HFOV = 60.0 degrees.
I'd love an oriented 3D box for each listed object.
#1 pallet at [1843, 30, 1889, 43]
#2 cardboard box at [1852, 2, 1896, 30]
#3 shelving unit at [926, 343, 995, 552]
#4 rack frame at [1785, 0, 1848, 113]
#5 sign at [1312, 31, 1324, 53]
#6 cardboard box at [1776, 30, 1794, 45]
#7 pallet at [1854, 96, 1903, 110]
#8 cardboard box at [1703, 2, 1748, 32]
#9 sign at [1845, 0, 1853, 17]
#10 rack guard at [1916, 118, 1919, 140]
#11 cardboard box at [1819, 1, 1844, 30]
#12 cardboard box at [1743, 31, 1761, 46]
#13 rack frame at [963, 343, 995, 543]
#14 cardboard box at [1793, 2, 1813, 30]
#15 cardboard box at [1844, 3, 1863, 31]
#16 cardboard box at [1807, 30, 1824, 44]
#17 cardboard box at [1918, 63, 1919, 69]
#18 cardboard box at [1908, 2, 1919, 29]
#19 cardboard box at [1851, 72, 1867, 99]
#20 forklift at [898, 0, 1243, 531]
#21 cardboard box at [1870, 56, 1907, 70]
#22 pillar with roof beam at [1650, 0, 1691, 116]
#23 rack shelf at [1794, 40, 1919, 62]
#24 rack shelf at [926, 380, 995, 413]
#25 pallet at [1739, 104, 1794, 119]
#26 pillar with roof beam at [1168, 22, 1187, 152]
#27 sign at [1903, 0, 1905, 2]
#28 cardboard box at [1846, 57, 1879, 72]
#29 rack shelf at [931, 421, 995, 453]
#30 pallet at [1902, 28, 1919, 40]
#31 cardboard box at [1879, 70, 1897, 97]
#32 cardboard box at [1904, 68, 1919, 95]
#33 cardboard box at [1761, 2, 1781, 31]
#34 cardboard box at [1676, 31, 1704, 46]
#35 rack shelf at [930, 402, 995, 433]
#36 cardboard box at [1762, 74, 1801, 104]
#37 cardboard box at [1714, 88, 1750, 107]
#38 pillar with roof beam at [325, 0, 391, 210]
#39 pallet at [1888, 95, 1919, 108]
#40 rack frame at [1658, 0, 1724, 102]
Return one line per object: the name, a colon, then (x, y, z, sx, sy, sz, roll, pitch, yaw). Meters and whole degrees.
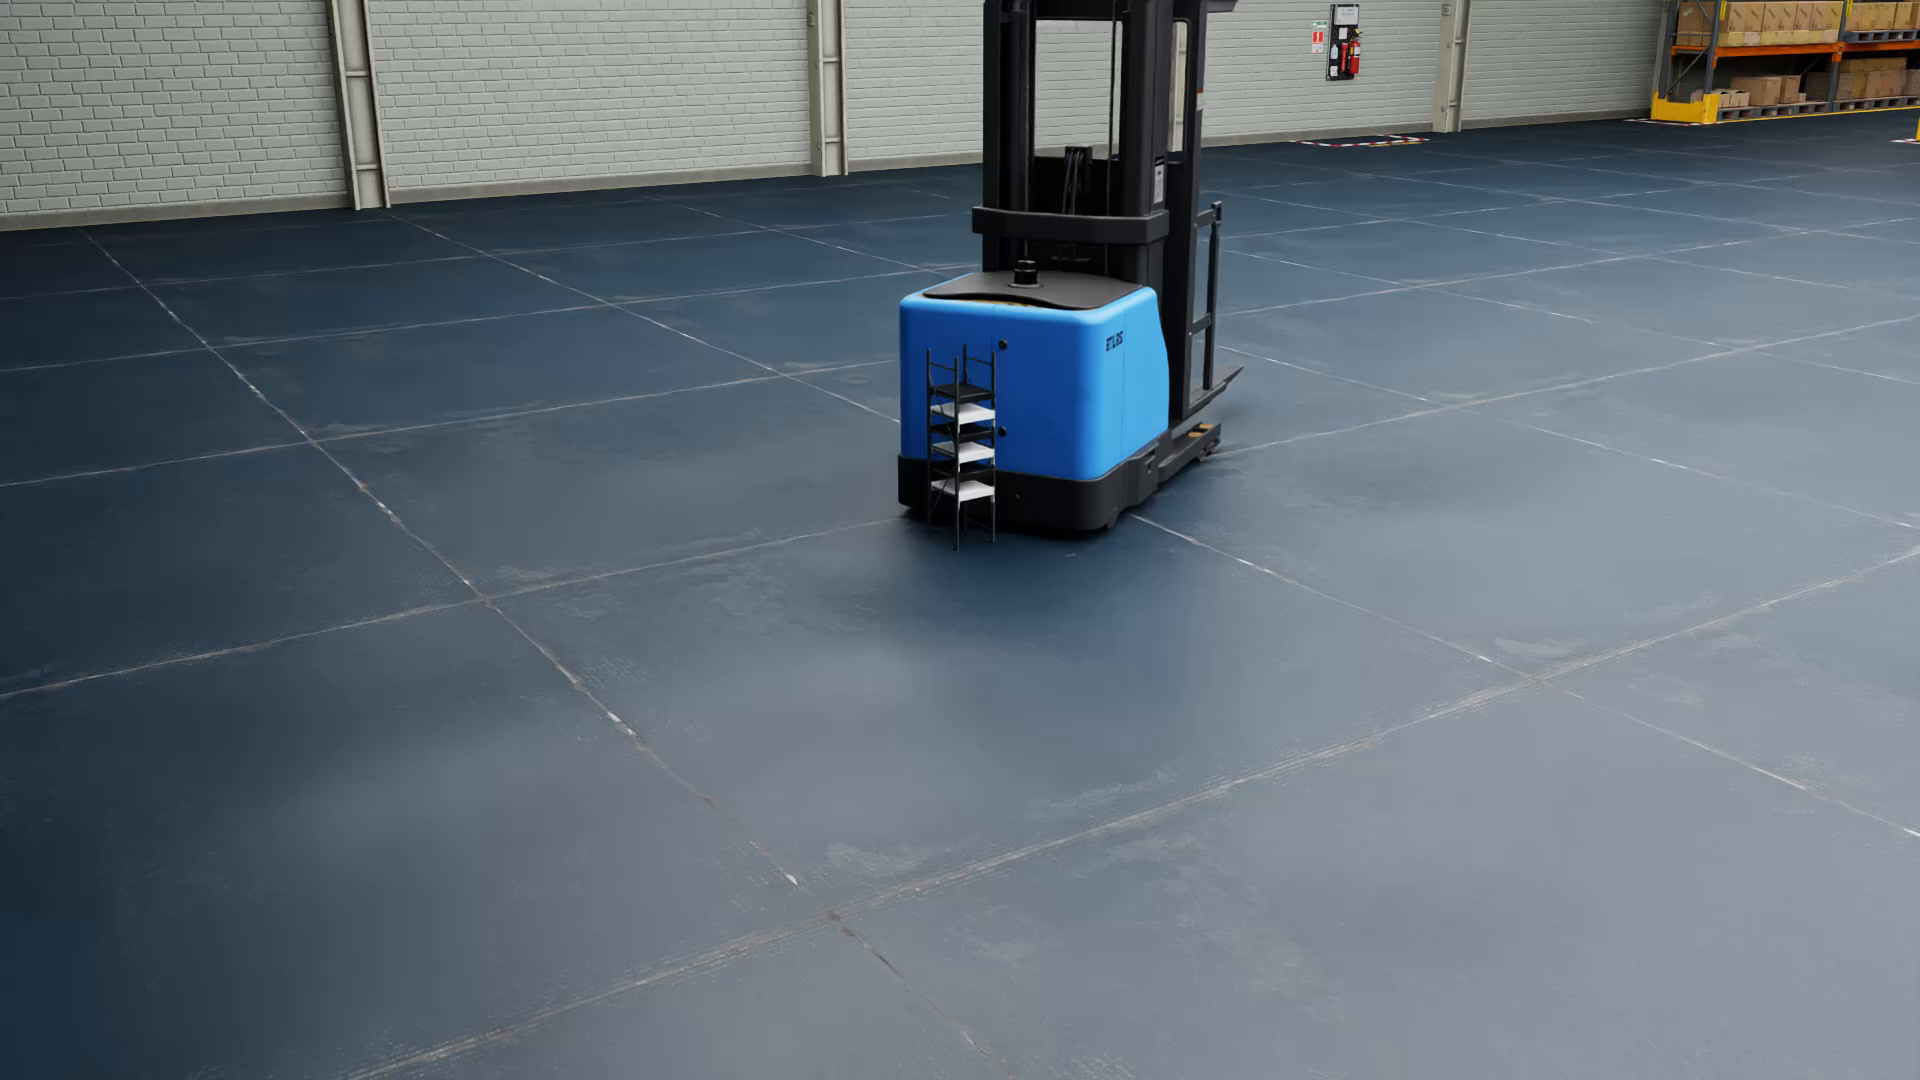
pallet: (17.250, -9.809, 32.374, 1.213, 0.211, 1.003, -12, 22, -31)
cardboard box: (17.979, -10.361, 32.865, 0.500, 0.500, 0.700, -9, 21, -24)
shelving unit: (0.004, -0.424, 7.591, 0.210, 0.900, 0.258, -13, 22, -34)
rack frame: (16.531, -9.804, 32.060, 0.127, 3.000, 1.000, -12, 22, -31)
sign: (5.685, -7.919, 26.429, 0.234, 0.329, 0.001, -12, 22, -31)
cardboard box: (15.051, -9.310, 30.804, 0.500, 0.250, 0.500, -12, 22, -31)
pallet: (18.201, -8.836, 33.553, 1.213, 0.211, 1.003, -12, 22, -31)
cardboard box: (13.755, -9.397, 29.888, 0.500, 0.500, 0.500, -12, 22, -31)
sign: (16.836, -10.070, 31.496, 0.005, 0.325, 0.100, -12, 22, -31)
rack guard: (15.898, -6.586, 26.446, 0.348, 0.500, 1.175, -12, 22, -31)
cardboard box: (16.307, -9.931, 31.470, 0.500, 0.500, 0.500, -12, 22, -32)
cardboard box: (14.199, -9.134, 30.282, 0.500, 0.250, 0.500, -13, 22, -33)
rack frame: (0.087, -0.443, 7.647, 0.006, 0.900, 0.240, -13, 22, -34)
cardboard box: (15.466, -9.756, 30.951, 0.500, 0.500, 0.500, -13, 22, -33)
cardboard box: (16.975, -10.140, 32.212, 0.500, 0.500, 0.700, -12, 22, -31)
cardboard box: (15.882, -9.492, 31.341, 0.500, 0.250, 0.500, -12, 22, -31)
cardboard box: (20.558, -9.783, 34.700, 0.750, 0.750, 0.750, -12, 22, -32)
cardboard box: (19.033, -10.573, 33.492, 0.500, 0.500, 0.700, -14, 23, -36)
cardboard box: (17.541, -9.067, 33.095, 0.500, 0.500, 0.700, -12, 22, -32)
forklift: (0.788, -1.861, 8.674, 1.130, 2.935, 3.031, 9, 21, 24)
cardboard box: (18.789, -9.663, 33.690, 0.500, 0.250, 0.500, -11, 22, -30)
pillar with roof beam: (15.667, -11.144, 26.658, 0.400, 9.000, 9.100, -12, 22, -31)
rack shelf: (18.202, -9.815, 33.217, 4.000, 0.370, 1.077, -12, 22, -31)
rack shelf: (0.003, -0.648, 7.516, 0.200, 0.077, 0.258, -13, 22, -34)
pallet: (14.970, -8.139, 31.489, 1.213, 0.211, 1.003, -12, 22, -31)
pillar with roof beam: (5.645, -9.031, 20.406, 0.400, 9.000, 9.100, -12, 22, -31)
sign: (19.564, -11.205, 34.396, 0.005, 0.325, 0.100, -12, 22, -31)
cardboard box: (17.935, -9.488, 33.173, 0.500, 0.250, 0.500, -13, 22, -33)
rack shelf: (0.004, -0.477, 7.573, 0.200, 0.077, 0.258, -13, 22, -34)
pallet: (19.336, -10.263, 33.719, 1.003, 0.211, 1.213, -12, 22, -31)
cardboard box: (18.406, -9.237, 33.600, 0.500, 0.500, 0.700, -12, 22, -32)
cardboard box: (19.300, -9.392, 34.057, 0.500, 0.500, 0.700, -12, 22, -31)
cardboard box: (14.608, -9.570, 30.401, 0.500, 0.500, 0.500, -13, 22, -33)
cardboard box: (13.475, -9.172, 30.394, 0.500, 0.250, 0.500, -12, 22, -31)
rack shelf: (0.004, -0.563, 7.544, 0.200, 0.077, 0.258, -13, 22, -34)
cardboard box: (15.687, -8.634, 31.817, 0.500, 0.500, 0.500, -14, 23, -35)
cardboard box: (14.294, -8.232, 30.922, 0.500, 0.311, 0.500, -10, 21, -27)
pillar with roof beam: (-4.377, -6.917, 14.154, 0.400, 9.000, 9.100, -12, 22, -31)
pallet: (19.219, -9.050, 34.185, 1.213, 0.211, 1.003, -12, 22, -31)
rack frame: (13.191, -9.099, 29.976, 0.127, 3.000, 1.000, -12, 22, -31)
